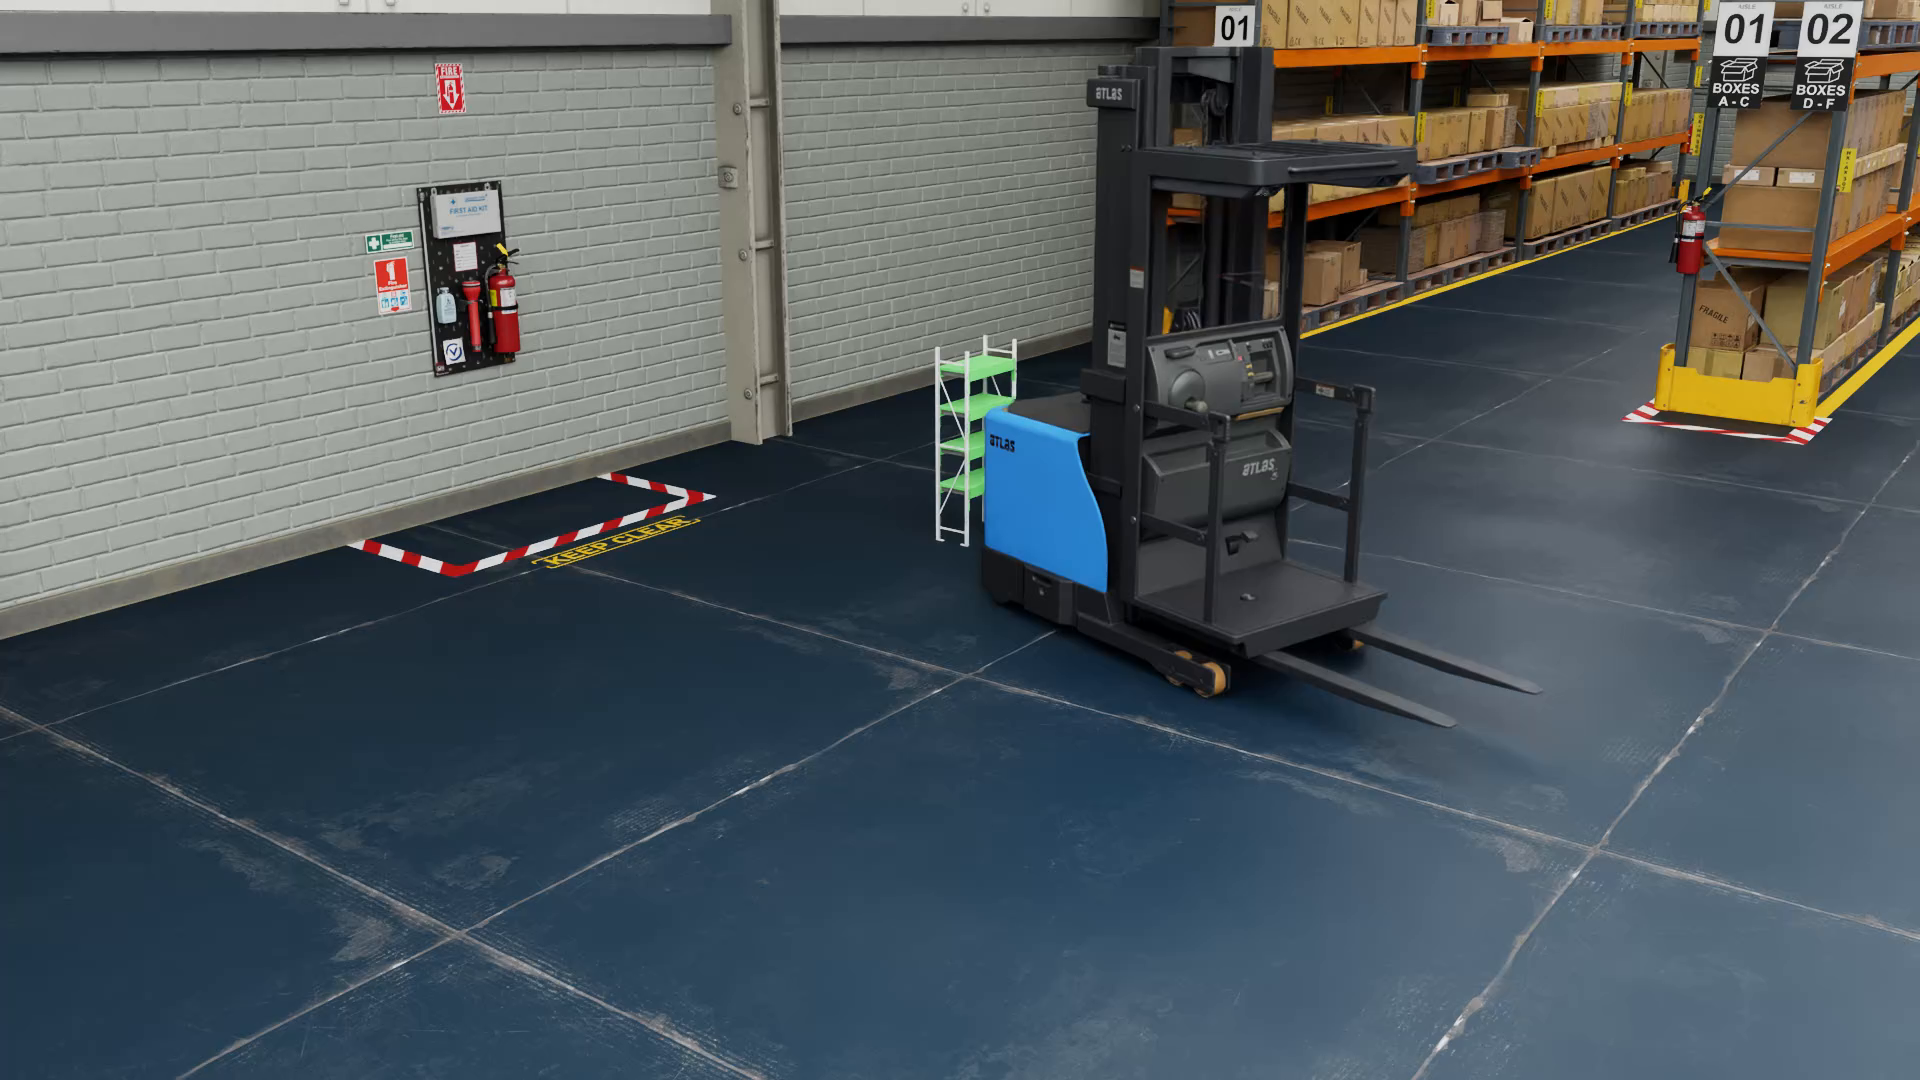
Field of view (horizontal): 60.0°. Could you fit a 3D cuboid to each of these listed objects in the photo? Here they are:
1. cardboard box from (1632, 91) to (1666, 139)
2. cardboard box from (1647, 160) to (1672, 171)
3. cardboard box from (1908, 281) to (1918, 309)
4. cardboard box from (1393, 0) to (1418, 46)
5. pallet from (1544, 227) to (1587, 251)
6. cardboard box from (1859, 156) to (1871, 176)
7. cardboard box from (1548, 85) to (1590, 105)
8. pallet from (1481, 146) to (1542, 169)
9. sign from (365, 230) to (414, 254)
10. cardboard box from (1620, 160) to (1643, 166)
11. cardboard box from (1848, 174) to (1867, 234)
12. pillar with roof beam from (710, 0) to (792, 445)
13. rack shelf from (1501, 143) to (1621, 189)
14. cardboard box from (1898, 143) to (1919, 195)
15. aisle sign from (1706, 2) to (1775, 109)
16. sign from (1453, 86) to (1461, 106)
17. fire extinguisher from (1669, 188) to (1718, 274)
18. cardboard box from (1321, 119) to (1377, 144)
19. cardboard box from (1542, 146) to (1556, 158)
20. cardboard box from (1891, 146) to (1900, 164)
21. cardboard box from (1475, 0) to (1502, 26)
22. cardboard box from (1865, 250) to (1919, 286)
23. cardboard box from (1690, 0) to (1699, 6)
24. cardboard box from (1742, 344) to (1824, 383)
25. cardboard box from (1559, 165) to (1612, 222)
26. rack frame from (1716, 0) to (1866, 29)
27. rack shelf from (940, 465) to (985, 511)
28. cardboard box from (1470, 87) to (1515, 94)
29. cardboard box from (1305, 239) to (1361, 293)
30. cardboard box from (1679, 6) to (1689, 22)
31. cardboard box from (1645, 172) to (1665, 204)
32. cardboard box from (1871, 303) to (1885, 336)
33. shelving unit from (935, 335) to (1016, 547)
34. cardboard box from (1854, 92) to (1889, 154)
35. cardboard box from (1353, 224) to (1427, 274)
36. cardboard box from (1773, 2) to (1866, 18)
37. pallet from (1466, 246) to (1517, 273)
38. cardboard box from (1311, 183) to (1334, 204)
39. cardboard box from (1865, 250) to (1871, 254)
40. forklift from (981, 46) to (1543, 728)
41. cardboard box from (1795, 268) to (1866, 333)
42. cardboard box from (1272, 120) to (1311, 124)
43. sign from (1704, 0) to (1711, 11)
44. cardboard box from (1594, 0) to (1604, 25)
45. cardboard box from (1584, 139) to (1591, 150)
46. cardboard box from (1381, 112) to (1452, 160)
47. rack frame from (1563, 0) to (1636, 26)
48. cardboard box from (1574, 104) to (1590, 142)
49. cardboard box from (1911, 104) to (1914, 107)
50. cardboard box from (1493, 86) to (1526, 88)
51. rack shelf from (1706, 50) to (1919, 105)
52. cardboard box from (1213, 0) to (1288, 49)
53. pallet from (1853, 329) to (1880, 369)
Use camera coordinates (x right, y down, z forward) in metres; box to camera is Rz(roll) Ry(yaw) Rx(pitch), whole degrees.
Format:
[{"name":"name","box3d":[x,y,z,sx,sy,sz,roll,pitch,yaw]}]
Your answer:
[{"name":"cardboard box","box3d":[10.671,-6.811,26.612,0.980,0.700,0.700,11,20,32]},{"name":"cardboard box","box3d":[11.587,-6.215,27.613,0.380,0.149,0.250,12,21,34]},{"name":"cardboard box","box3d":[9.735,-2.598,17.481,0.500,0.250,0.500,12,21,33]},{"name":"cardboard box","box3d":[4.600,-5.613,18.001,0.500,0.500,0.500,13,22,36]},{"name":"pallet","box3d":[8.344,-4.373,23.968,1.003,0.211,1.213,12,21,35]},{"name":"cardboard box","box3d":[7.624,-3.239,14.355,0.380,0.149,0.250,13,21,35]},{"name":"cardboard box","box3d":[8.478,-6.231,23.283,0.500,0.250,0.500,12,21,34]},{"name":"pallet","box3d":[6.748,-4.960,21.482,1.213,0.211,1.003,12,21,35]},{"name":"sign","box3d":[-3.438,-1.800,10.028,0.001,0.109,0.331,12,21,35]},{"name":"cardboard box","box3d":[11.129,-6.222,27.636,0.380,0.149,0.250,12,21,35]},{"name":"cardboard box","box3d":[7.509,-2.986,14.634,0.700,0.500,0.500,13,22,36]},{"name":"pillar with roof beam","box3d":[1.925,-4.330,9.013,9.100,9.000,0.400,12,21,35]},{"name":"rack shelf","box3d":[8.278,-5.373,23.702,1.077,0.370,4.000,12,21,35]},{"name":"cardboard box","box3d":[10.081,-4.011,17.934,0.500,0.500,0.500,11,20,32]},{"name":"aisle sign","box3d":[6.026,-3.738,12.841,0.394,0.787,0.004,12,21,35]},{"name":"sign","box3d":[6.639,-5.891,22.203,0.100,0.325,0.005,12,21,35]},{"name":"fire extinguisher","box3d":[5.857,-2.478,13.294,0.296,0.674,0.183,12,21,35]},{"name":"cardboard box","box3d":[4.069,-4.179,17.596,0.500,0.500,0.500,12,21,33]},{"name":"cardboard box","box3d":[7.852,-5.274,22.560,0.380,0.149,0.250,13,22,36]},{"name":"cardboard box","box3d":[8.545,-3.610,15.547,0.380,0.149,0.250,12,21,34]},{"name":"cardboard box","box3d":[6.240,-6.439,20.656,0.797,0.503,0.637,16,24,42]},{"name":"cardboard box","box3d":[9.740,-2.865,17.393,0.500,0.311,0.500,12,21,33]},{"name":"cardboard box","box3d":[11.636,-8.891,26.869,0.500,0.500,0.500,12,21,35]},{"name":"cardboard box","box3d":[6.799,-1.436,13.740,0.500,0.250,0.500,12,21,35]},{"name":"cardboard box","box3d":[9.187,-5.189,24.813,0.750,0.750,0.750,13,21,35]},{"name":"rack frame","box3d":[6.301,-5.326,12.220,1.000,3.000,0.127,12,21,35]},{"name":"rack shelf","box3d":[0.099,-0.322,10.283,0.258,0.148,0.480,12,21,35]},{"name":"cardboard box","box3d":[7.149,-5.952,22.383,0.500,0.250,0.500,13,22,36]},{"name":"cardboard box","box3d":[4.117,-3.050,18.480,0.500,0.500,0.500,11,20,31]},{"name":"cardboard box","box3d":[11.321,-8.410,26.585,0.500,0.250,0.500,11,21,33]},{"name":"cardboard box","box3d":[11.219,-5.849,27.528,0.700,0.500,0.500,12,21,35]},{"name":"cardboard box","box3d":[8.583,-2.152,16.043,0.500,0.250,0.500,12,21,35]},{"name":"shelving unit","box3d":[0.099,-0.612,10.193,0.258,1.200,0.503,12,21,35]},{"name":"cardboard box","box3d":[7.826,-3.734,14.854,0.700,0.500,0.500,12,21,35]},{"name":"cardboard box","box3d":[5.129,-3.482,19.873,0.700,0.500,0.500,13,22,37]},{"name":"cardboard box","box3d":[6.646,-4.346,13.005,0.797,0.503,0.637,14,22,38]},{"name":"pallet","box3d":[6.620,-3.723,21.876,1.003,0.211,1.213,12,21,35]},{"name":"cardboard box","box3d":[3.472,-3.580,16.932,0.500,0.250,0.500,12,21,34]},{"name":"cardboard box","box3d":[9.602,-3.078,18.081,0.500,0.311,0.500,12,21,34]},{"name":"forklift","box3d":[1.405,-0.821,7.944,1.130,2.935,3.031,-13,21,-35]},{"name":"cardboard box","box3d":[7.695,-2.151,14.777,0.500,0.500,0.500,12,21,35]},{"name":"cardboard box","box3d":[3.343,-4.143,17.481,0.500,0.500,0.500,13,21,35]},{"name":"sign","box3d":[12.281,-8.864,27.313,0.100,0.325,0.005,12,21,35]},{"name":"cardboard box","box3d":[8.858,-7.693,23.992,0.700,0.500,0.500,11,20,32]},{"name":"cardboard box","box3d":[8.865,-5.714,23.977,0.380,0.149,0.250,12,21,35]},{"name":"cardboard box","box3d":[5.373,-4.793,19.709,0.700,0.500,0.500,15,23,40]},{"name":"rack frame","box3d":[9.470,-9.058,24.239,1.000,3.000,0.127,12,21,35]},{"name":"cardboard box","box3d":[8.502,-5.877,23.406,0.500,0.500,0.500,13,22,36]},{"name":"cardboard box","box3d":[12.989,-5.494,22.000,0.700,0.500,0.500,5,18,16]},{"name":"cardboard box","box3d":[7.460,-6.074,22.779,0.500,0.250,0.500,12,21,33]},{"name":"rack shelf","box3d":[7.492,-4.026,14.305,1.077,0.370,4.000,12,21,35]},{"name":"cardboard box","box3d":[2.720,-4.860,15.577,0.500,0.500,0.500,13,22,36]},{"name":"pallet","box3d":[8.177,-1.900,16.005,1.003,0.211,1.213,12,21,35]}]
